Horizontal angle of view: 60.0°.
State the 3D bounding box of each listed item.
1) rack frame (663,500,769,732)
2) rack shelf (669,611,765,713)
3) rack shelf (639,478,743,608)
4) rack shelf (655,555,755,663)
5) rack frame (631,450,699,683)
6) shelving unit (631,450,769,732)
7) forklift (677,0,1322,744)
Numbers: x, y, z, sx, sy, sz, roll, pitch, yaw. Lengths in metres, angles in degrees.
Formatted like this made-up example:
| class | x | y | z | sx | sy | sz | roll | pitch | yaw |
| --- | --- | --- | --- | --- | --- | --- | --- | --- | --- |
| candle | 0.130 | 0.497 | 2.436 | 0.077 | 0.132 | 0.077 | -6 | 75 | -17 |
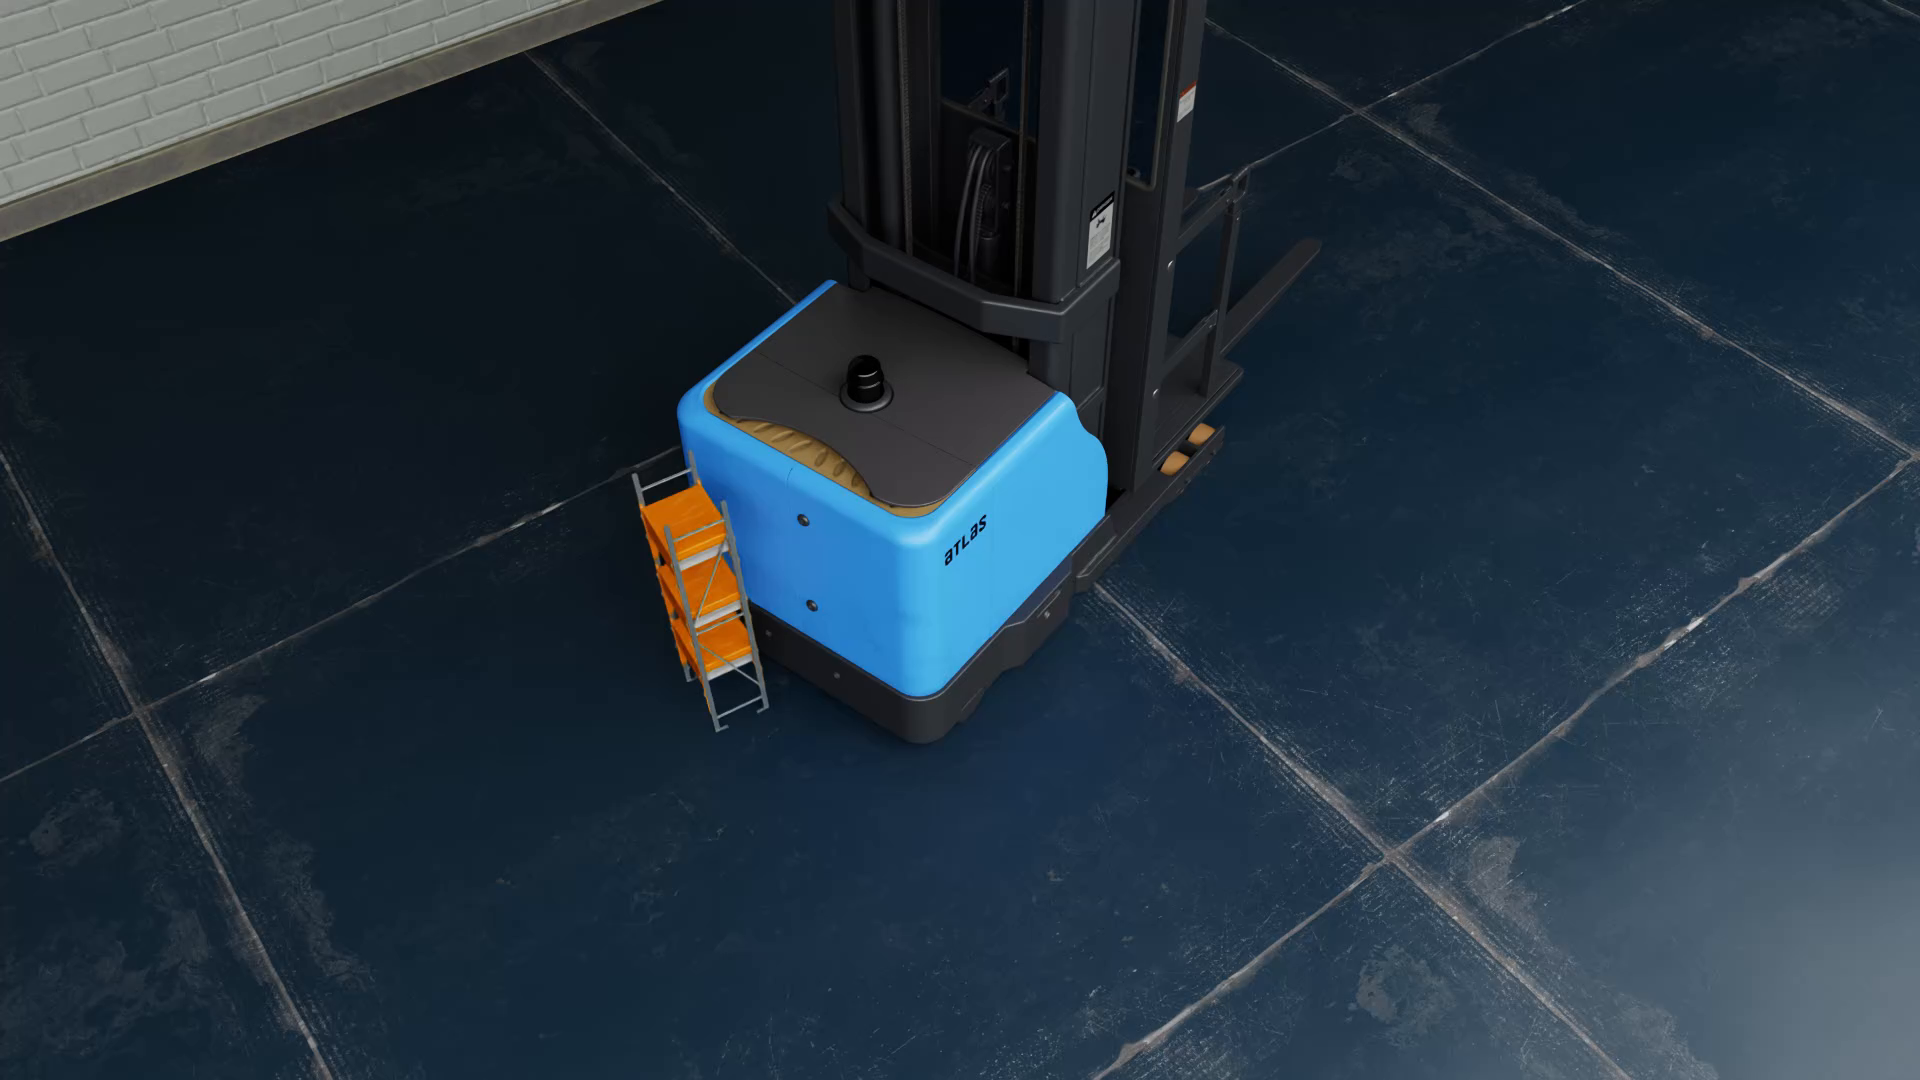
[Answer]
| class | x | y | z | sx | sy | sz | roll | pitch | yaw |
| --- | --- | --- | --- | --- | --- | --- | --- | --- | --- |
| rack frame | -0.763 | 0.268 | 5.292 | 0.200 | 1.050 | 0.008 | -25 | 52 | -18 |
| rack shelf | -0.813 | 0.379 | 5.581 | 0.215 | 0.259 | 0.240 | -25 | 52 | -18 |
| rack shelf | -0.833 | 0.010 | 5.158 | 0.215 | 0.259 | 0.240 | -25 | 52 | -18 |
| rack shelf | -0.823 | 0.197 | 5.371 | 0.215 | 0.259 | 0.240 | -25 | 52 | -18 |
| rack frame | -0.884 | 0.111 | 5.435 | 0.200 | 1.050 | 0.008 | -25 | 52 | -18 |
| shelving unit | -0.824 | 0.190 | 5.364 | 0.215 | 1.050 | 0.252 | -25 | 52 | -18 |
| forklift | 0.375 | -1.357 | 5.502 | 1.130 | 2.935 | 3.031 | 29 | 54 | 24 |
